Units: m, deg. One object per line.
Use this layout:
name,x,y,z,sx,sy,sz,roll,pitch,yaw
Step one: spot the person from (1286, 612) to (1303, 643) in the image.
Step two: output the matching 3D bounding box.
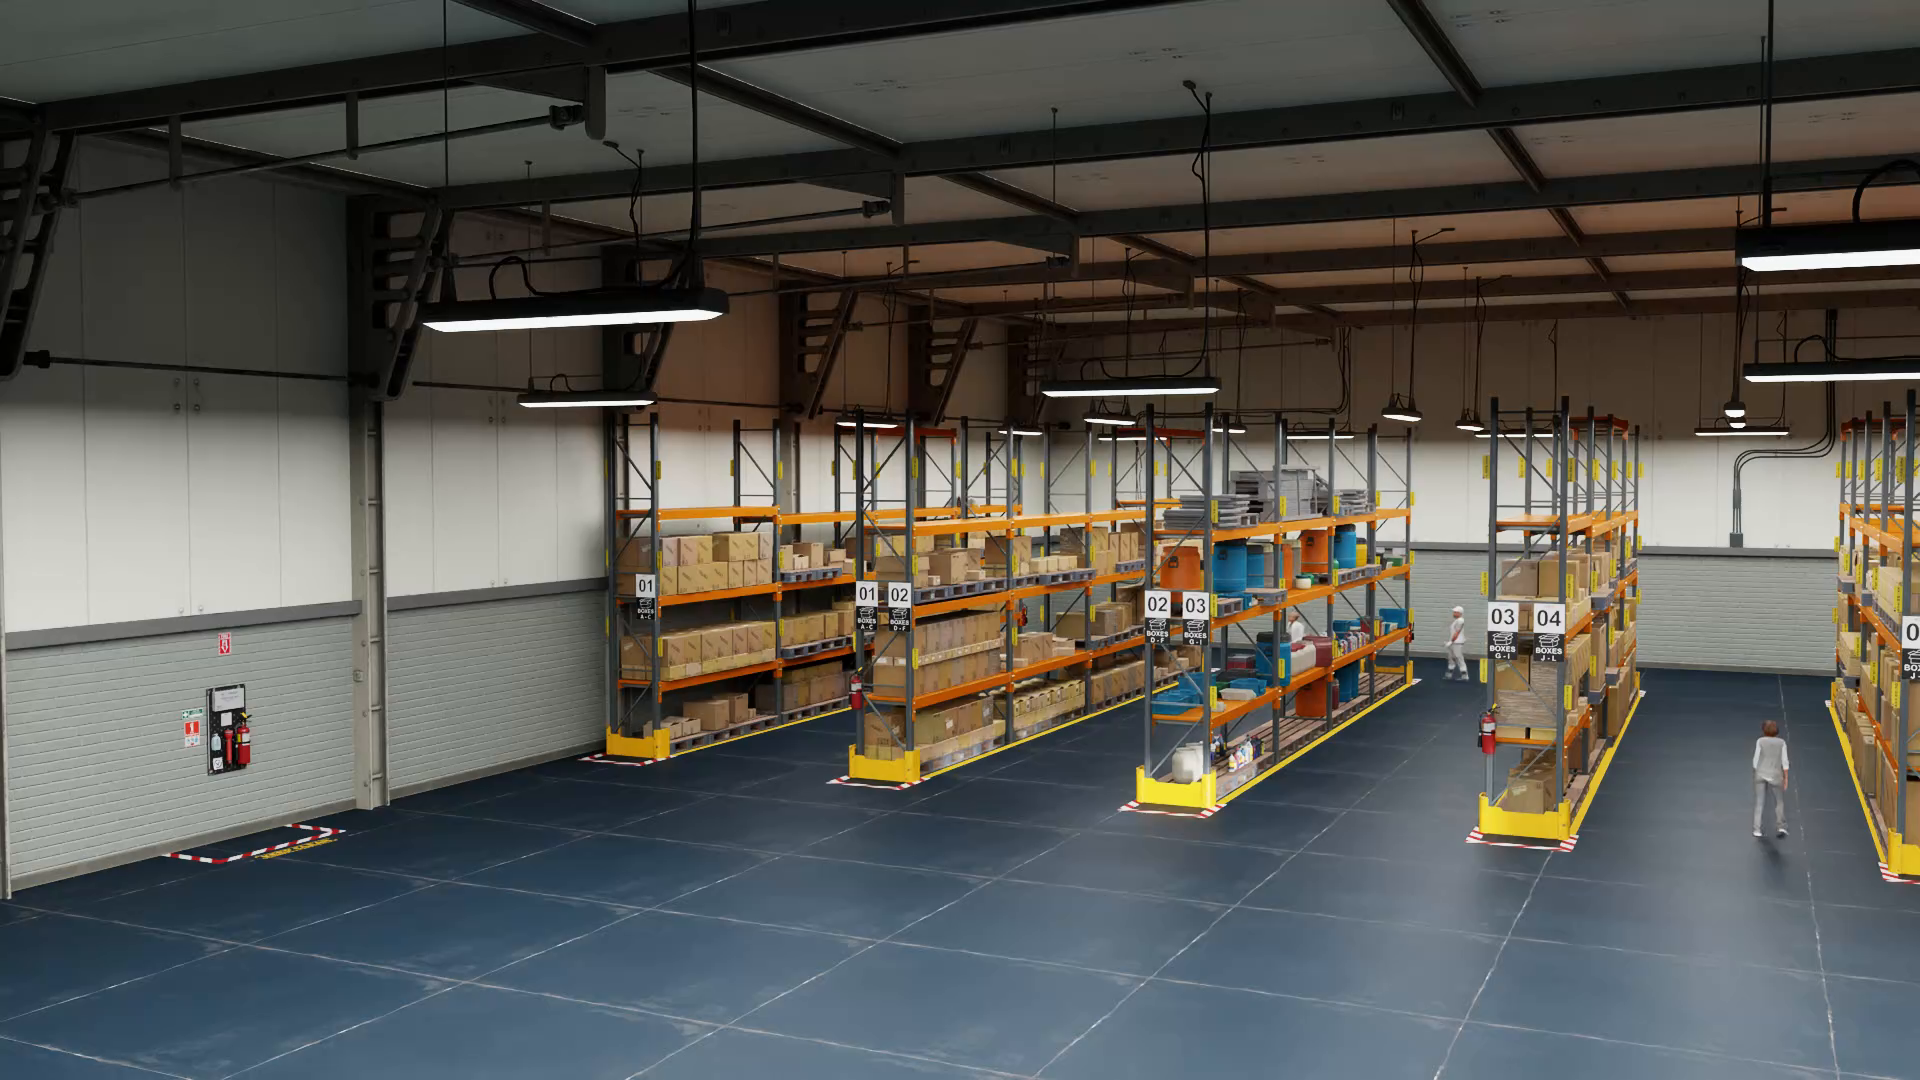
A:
person,7.696,2.646,38.394,0.555,1.580,1.027,1,3,30

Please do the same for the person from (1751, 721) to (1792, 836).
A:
person,11.085,3.252,22.691,0.793,1.586,0.495,-2,3,-35

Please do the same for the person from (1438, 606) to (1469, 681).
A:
person,11.645,2.460,39.260,0.782,1.796,0.605,1,3,29
